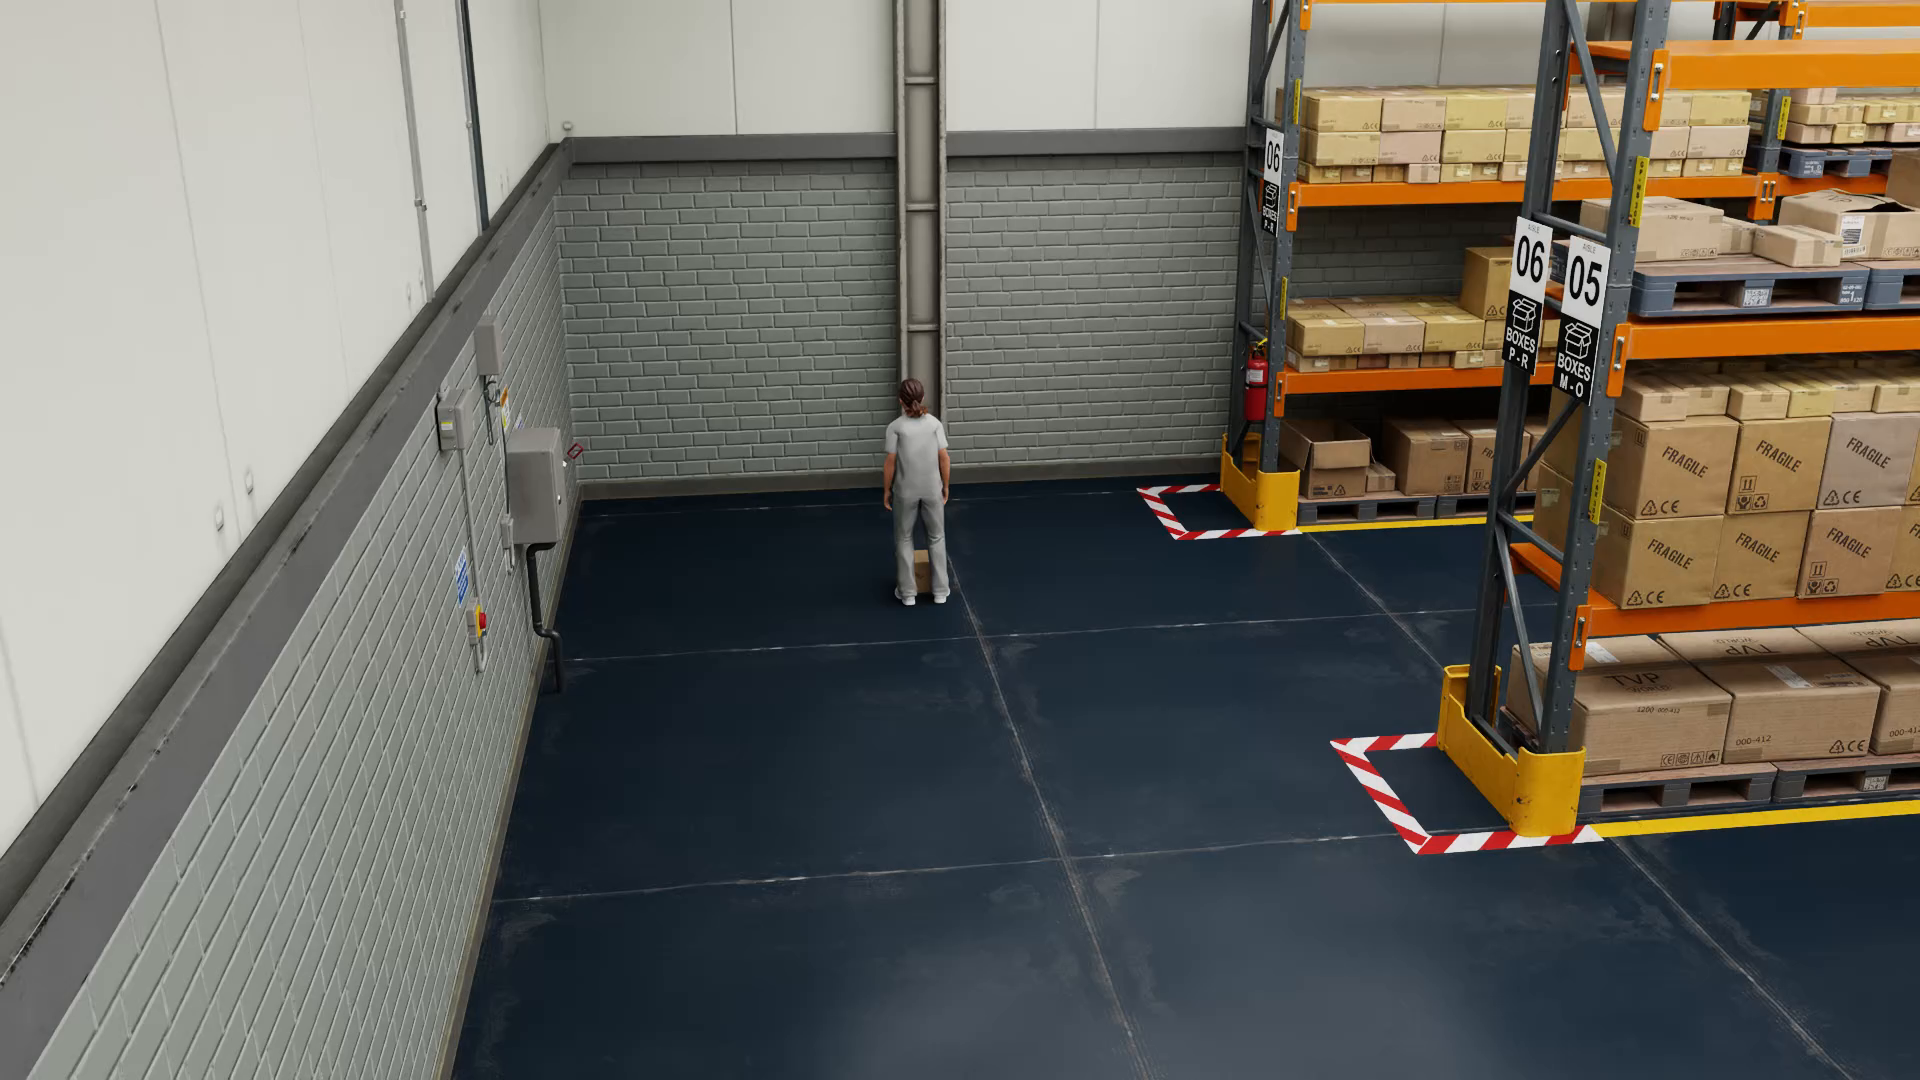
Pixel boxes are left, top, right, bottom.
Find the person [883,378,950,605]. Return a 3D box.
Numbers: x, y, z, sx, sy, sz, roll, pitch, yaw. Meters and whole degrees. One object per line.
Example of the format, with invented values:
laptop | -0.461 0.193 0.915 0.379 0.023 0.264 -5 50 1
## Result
person | -0.306 -0.344 12.019 0.512 1.671 0.364 -4 20 -11
